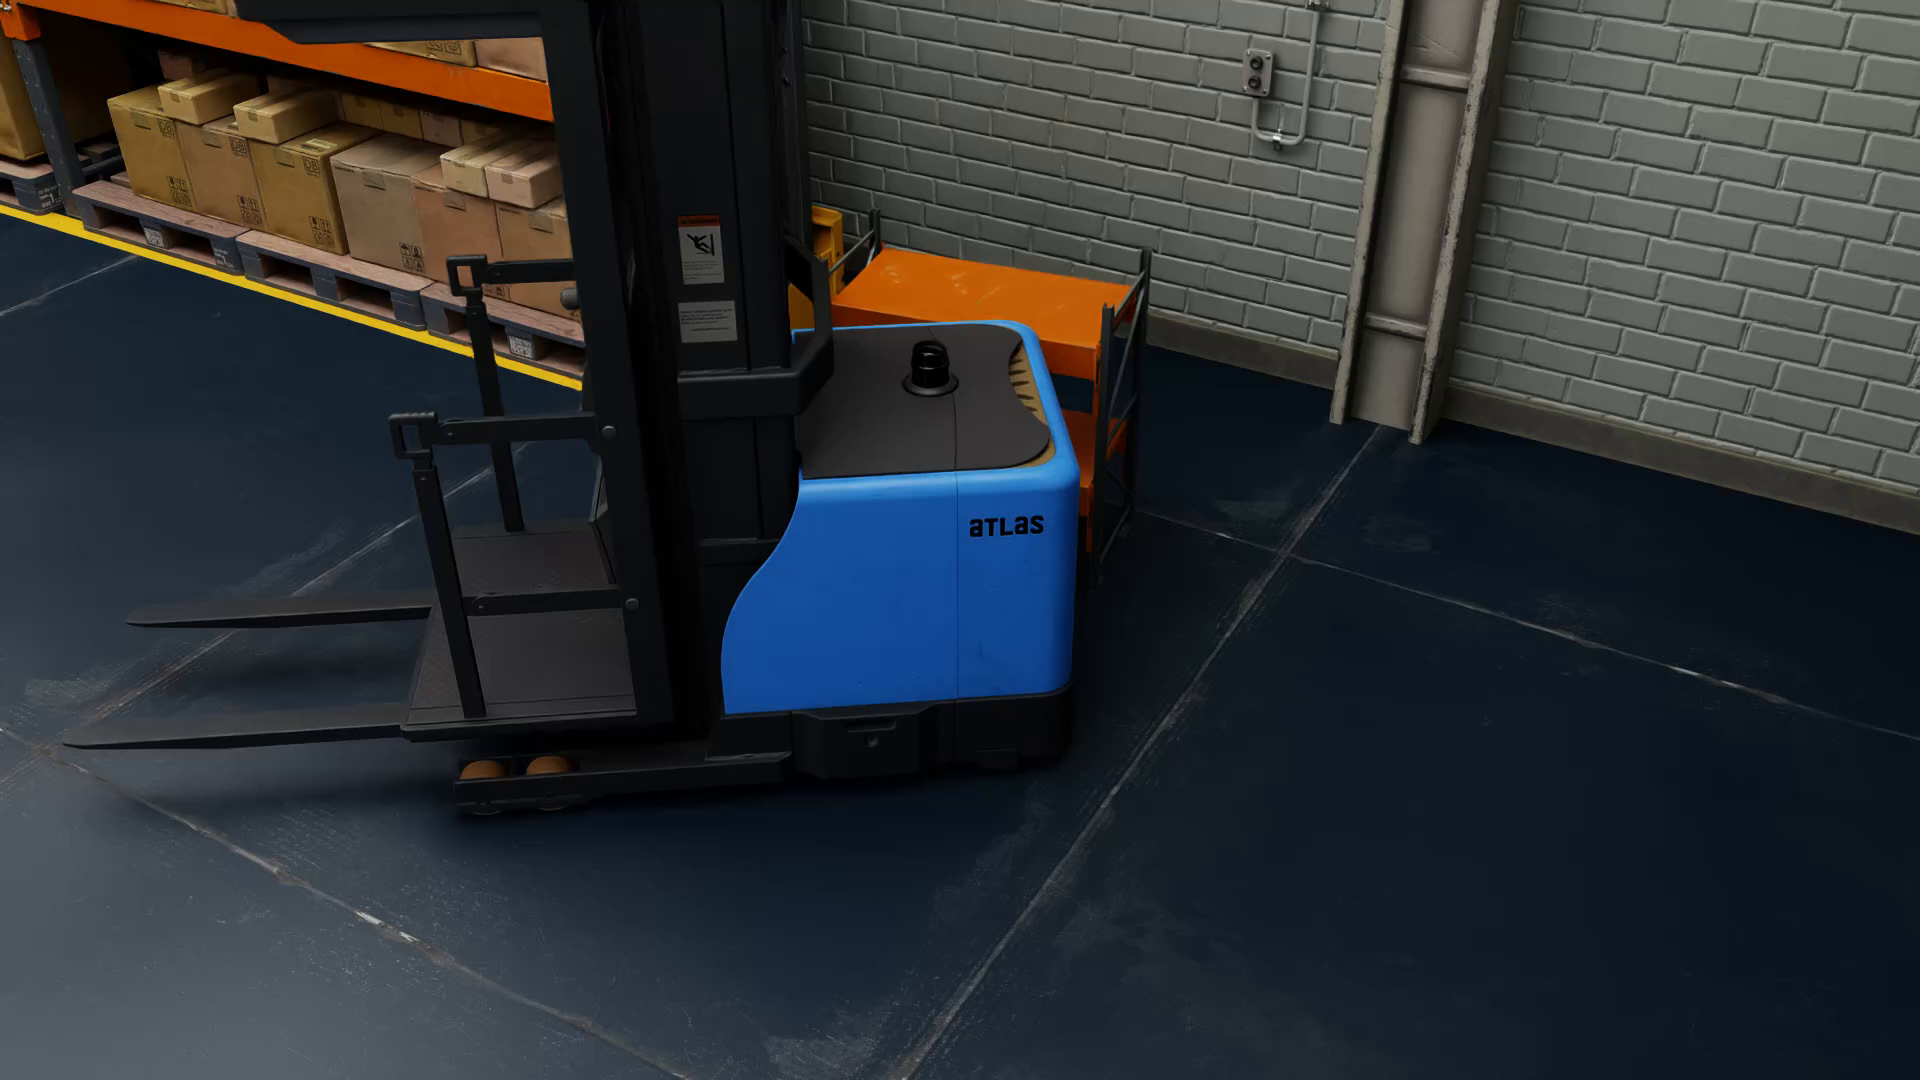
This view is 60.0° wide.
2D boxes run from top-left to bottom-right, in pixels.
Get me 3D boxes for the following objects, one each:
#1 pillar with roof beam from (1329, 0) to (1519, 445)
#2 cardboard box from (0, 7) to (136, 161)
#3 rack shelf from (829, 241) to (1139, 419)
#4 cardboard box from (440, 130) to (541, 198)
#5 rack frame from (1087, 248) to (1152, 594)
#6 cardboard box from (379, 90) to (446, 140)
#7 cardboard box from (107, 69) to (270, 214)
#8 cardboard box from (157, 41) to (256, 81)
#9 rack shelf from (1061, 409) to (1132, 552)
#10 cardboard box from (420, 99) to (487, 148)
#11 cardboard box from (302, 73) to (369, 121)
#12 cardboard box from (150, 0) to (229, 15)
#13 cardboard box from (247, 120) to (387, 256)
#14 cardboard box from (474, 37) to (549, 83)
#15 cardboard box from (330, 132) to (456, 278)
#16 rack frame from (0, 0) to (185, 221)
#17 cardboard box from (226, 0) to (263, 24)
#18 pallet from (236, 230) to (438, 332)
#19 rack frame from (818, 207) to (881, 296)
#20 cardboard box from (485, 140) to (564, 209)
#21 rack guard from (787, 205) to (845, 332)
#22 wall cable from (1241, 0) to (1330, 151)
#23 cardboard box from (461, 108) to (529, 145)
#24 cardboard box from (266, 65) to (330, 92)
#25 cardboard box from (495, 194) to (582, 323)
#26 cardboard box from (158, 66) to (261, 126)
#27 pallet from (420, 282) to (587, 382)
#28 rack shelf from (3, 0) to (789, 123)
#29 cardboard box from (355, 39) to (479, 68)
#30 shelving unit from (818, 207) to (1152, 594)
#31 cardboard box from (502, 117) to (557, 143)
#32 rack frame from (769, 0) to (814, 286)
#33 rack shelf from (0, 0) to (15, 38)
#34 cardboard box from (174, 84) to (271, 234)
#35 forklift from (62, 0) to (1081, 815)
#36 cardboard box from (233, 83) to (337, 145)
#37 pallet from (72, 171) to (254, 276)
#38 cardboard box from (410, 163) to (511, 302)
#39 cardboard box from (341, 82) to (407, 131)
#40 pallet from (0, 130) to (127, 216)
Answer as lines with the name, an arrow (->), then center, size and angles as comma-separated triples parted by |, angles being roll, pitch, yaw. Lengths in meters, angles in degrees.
pillar with roof beam -> -0.335, -2.192, 1.424 | 0.400, 9.000, 9.100 | 18, 37, 24
cardboard box -> -5.074, -2.590, 8.993 | 0.750, 0.750, 0.750 | 18, 38, 25
rack shelf -> 0.084, -0.750, 5.833 | 1.000, 0.278, 0.538 | 12, 35, 17
cardboard box -> -2.054, -1.660, 7.327 | 0.250, 0.149, 0.380 | 19, 38, 26
rack frame -> 0.559, -0.407, 5.846 | 0.032, 1.125, 0.500 | 12, 35, 17
cardboard box -> -2.524, -2.052, 7.916 | 0.250, 0.149, 0.380 | 18, 38, 25
cardboard box -> -3.847, -2.073, 8.533 | 0.500, 0.500, 0.700 | 18, 38, 25
cardboard box -> -3.874, -2.478, 8.556 | 0.250, 0.149, 0.380 | 17, 37, 24
rack shelf -> 0.084, -0.303, 6.131 | 1.000, 0.278, 0.538 | 12, 35, 17
cardboard box -> -2.300, -1.982, 7.811 | 0.250, 0.149, 0.380 | 18, 38, 25
cardboard box -> -2.968, -2.192, 8.127 | 0.250, 0.149, 0.380 | 18, 38, 25
cardboard box -> -3.351, -2.958, 7.715 | 0.700, 0.700, 0.980 | 17, 37, 23
cardboard box -> -2.968, -1.791, 8.109 | 0.500, 0.500, 0.700 | 18, 38, 25
cardboard box -> -1.420, -2.354, 6.808 | 0.700, 0.700, 0.980 | 19, 38, 26
cardboard box -> -2.501, -1.648, 7.894 | 0.500, 0.500, 0.700 | 16, 37, 23
rack frame -> -4.445, -3.193, 8.339 | 0.127, 3.000, 1.000 | 18, 37, 24
cardboard box -> -2.715, -2.763, 7.422 | 0.700, 0.700, 0.980 | 16, 37, 22
pallet -> -2.760, -1.451, 8.239 | 1.213, 0.211, 1.003 | 18, 37, 24
rack frame -> -0.392, -0.606, 6.145 | 0.032, 1.125, 0.500 | 12, 35, 17
cardboard box -> -1.832, -1.590, 7.222 | 0.250, 0.149, 0.380 | 17, 37, 24
rack guard -> -0.951, -1.046, 7.370 | 0.348, 0.500, 1.175 | 18, 37, 24
wall cable -> 0.609, -2.619, 6.561 | 1.851, 1.984, 0.084 | 18, 37, 24
cardboard box -> -2.079, -1.912, 7.706 | 0.250, 0.149, 0.380 | 18, 38, 25
cardboard box -> -3.187, -2.262, 8.232 | 0.250, 0.149, 0.380 | 16, 37, 23
cardboard box -> -1.630, -1.372, 7.481 | 0.500, 0.500, 0.700 | 18, 37, 24
cardboard box -> -3.640, -2.161, 8.080 | 0.250, 0.149, 0.380 | 19, 38, 26
pallet -> -1.705, -1.115, 7.734 | 1.213, 0.211, 1.003 | 18, 37, 24
rack shelf -> -2.709, -2.344, 7.713 | 4.000, 0.370, 1.077 | 18, 37, 24
cardboard box -> -2.057, -2.548, 7.100 | 0.700, 0.700, 0.980 | 17, 37, 24
shelving unit -> 0.084, -0.506, 5.996 | 1.048, 1.125, 0.538 | 12, 35, 17
cardboard box -> -1.862, -1.843, 7.602 | 0.250, 0.149, 0.380 | 18, 38, 25
rack frame -> -0.972, -2.093, 6.687 | 0.127, 3.000, 1.000 | 18, 37, 24
rack shelf -> -6.182, -3.444, 9.365 | 4.000, 0.370, 1.077 | 18, 37, 24
cardboard box -> -3.412, -1.933, 8.323 | 0.500, 0.500, 0.700 | 17, 37, 24
forklift -> -1.199, -0.701, 4.658 | 3.031, 2.935, 1.130 | -3, 34, -5
cardboard box -> -3.187, -2.017, 7.864 | 0.250, 0.149, 0.380 | 16, 37, 23
pallet -> -3.824, -1.786, 8.742 | 1.213, 0.211, 1.003 | 18, 37, 24
cardboard box -> -2.064, -1.510, 7.687 | 0.500, 0.500, 0.700 | 17, 37, 24
cardboard box -> -2.743, -2.122, 8.021 | 0.250, 0.149, 0.380 | 17, 37, 24
pallet -> -5.153, -2.209, 9.376 | 1.213, 0.211, 1.003 | 18, 37, 24
